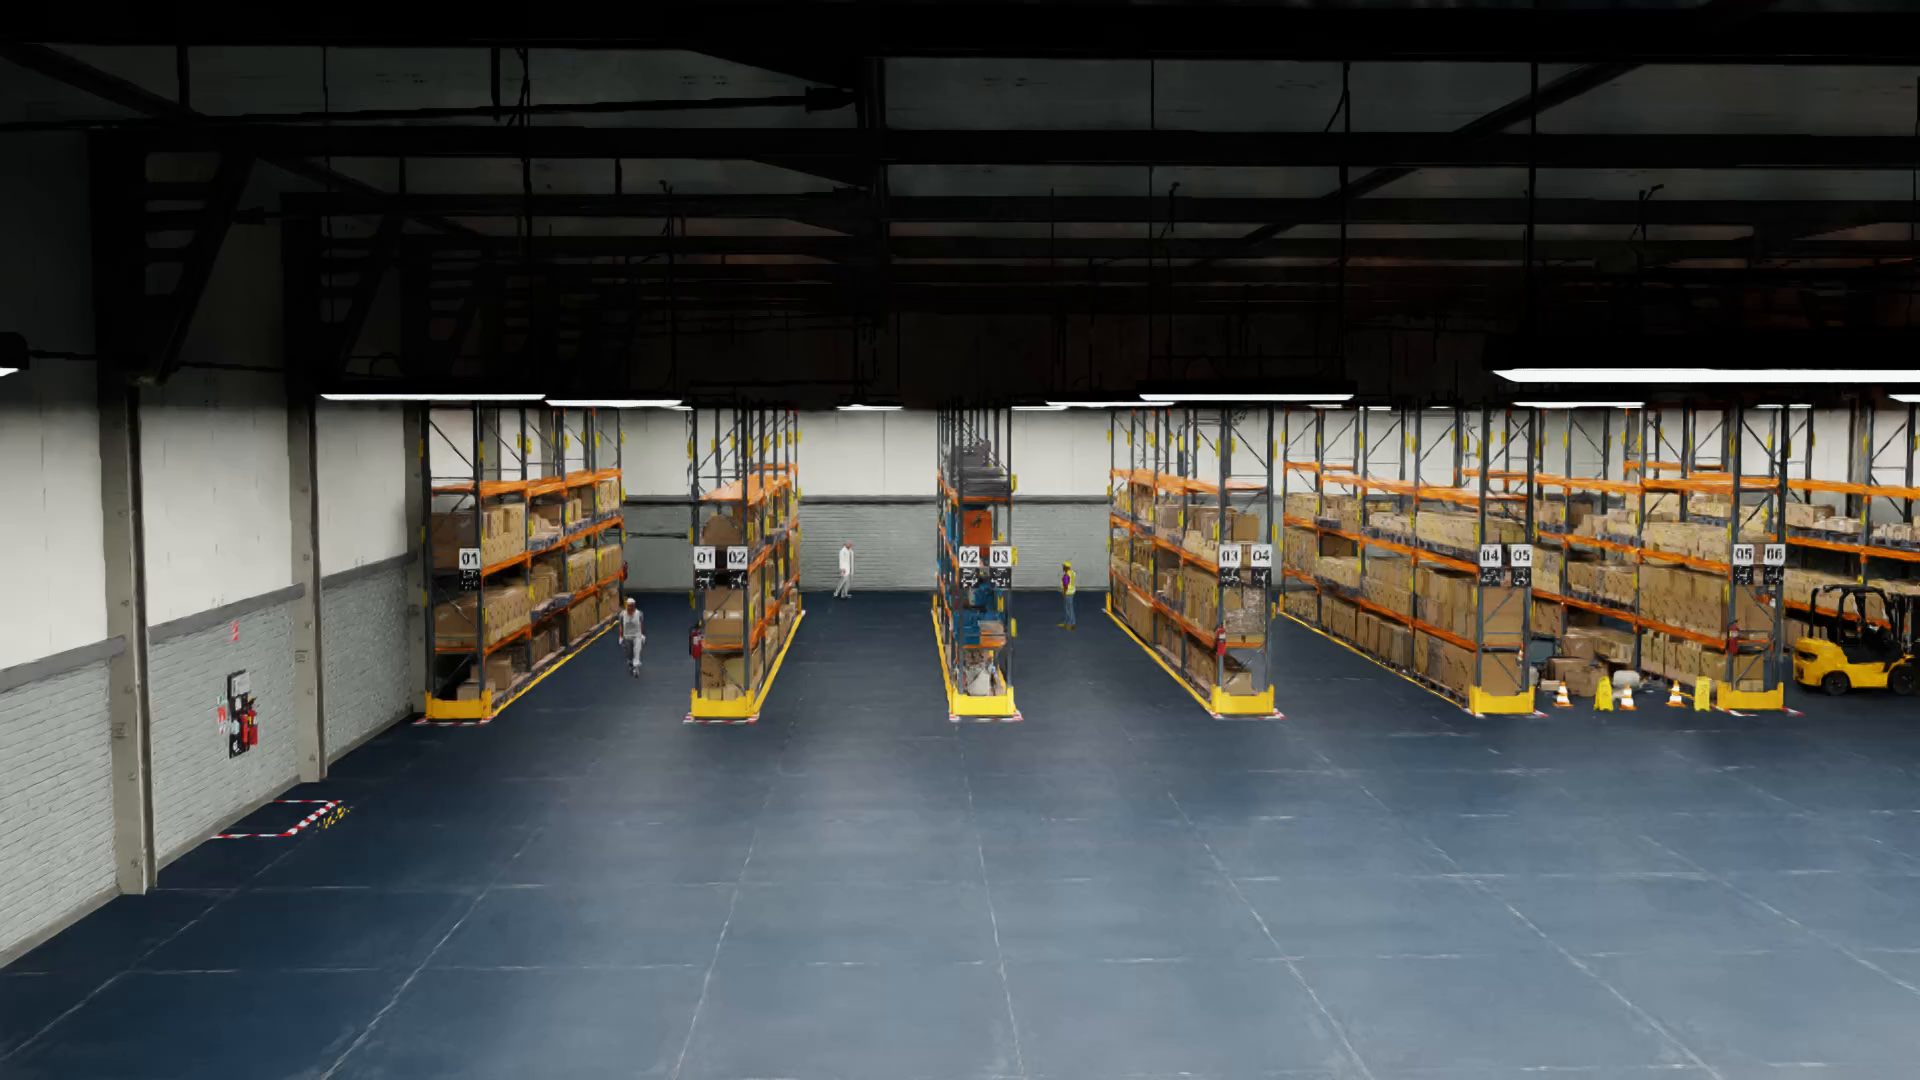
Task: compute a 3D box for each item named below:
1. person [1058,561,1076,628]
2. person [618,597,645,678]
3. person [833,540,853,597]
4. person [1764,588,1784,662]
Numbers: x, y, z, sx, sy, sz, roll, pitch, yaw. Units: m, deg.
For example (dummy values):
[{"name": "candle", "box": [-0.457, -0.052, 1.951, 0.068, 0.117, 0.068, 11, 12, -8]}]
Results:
[{"name": "person", "box": [2.824, 1.426, 44.026, 0.557, 1.764, 0.651, 1, 5, 17]}, {"name": "person", "box": [-7.088, 2.079, 35.869, 0.557, 1.705, 1.116, 0, 4, -4]}, {"name": "person", "box": [-3.555, 0.874, 51.184, 0.533, 1.770, 0.759, 3, 5, 33]}, {"name": "person", "box": [18.548, 1.943, 38.006, 0.560, 1.663, 0.587, 2, 5, 23]}]
